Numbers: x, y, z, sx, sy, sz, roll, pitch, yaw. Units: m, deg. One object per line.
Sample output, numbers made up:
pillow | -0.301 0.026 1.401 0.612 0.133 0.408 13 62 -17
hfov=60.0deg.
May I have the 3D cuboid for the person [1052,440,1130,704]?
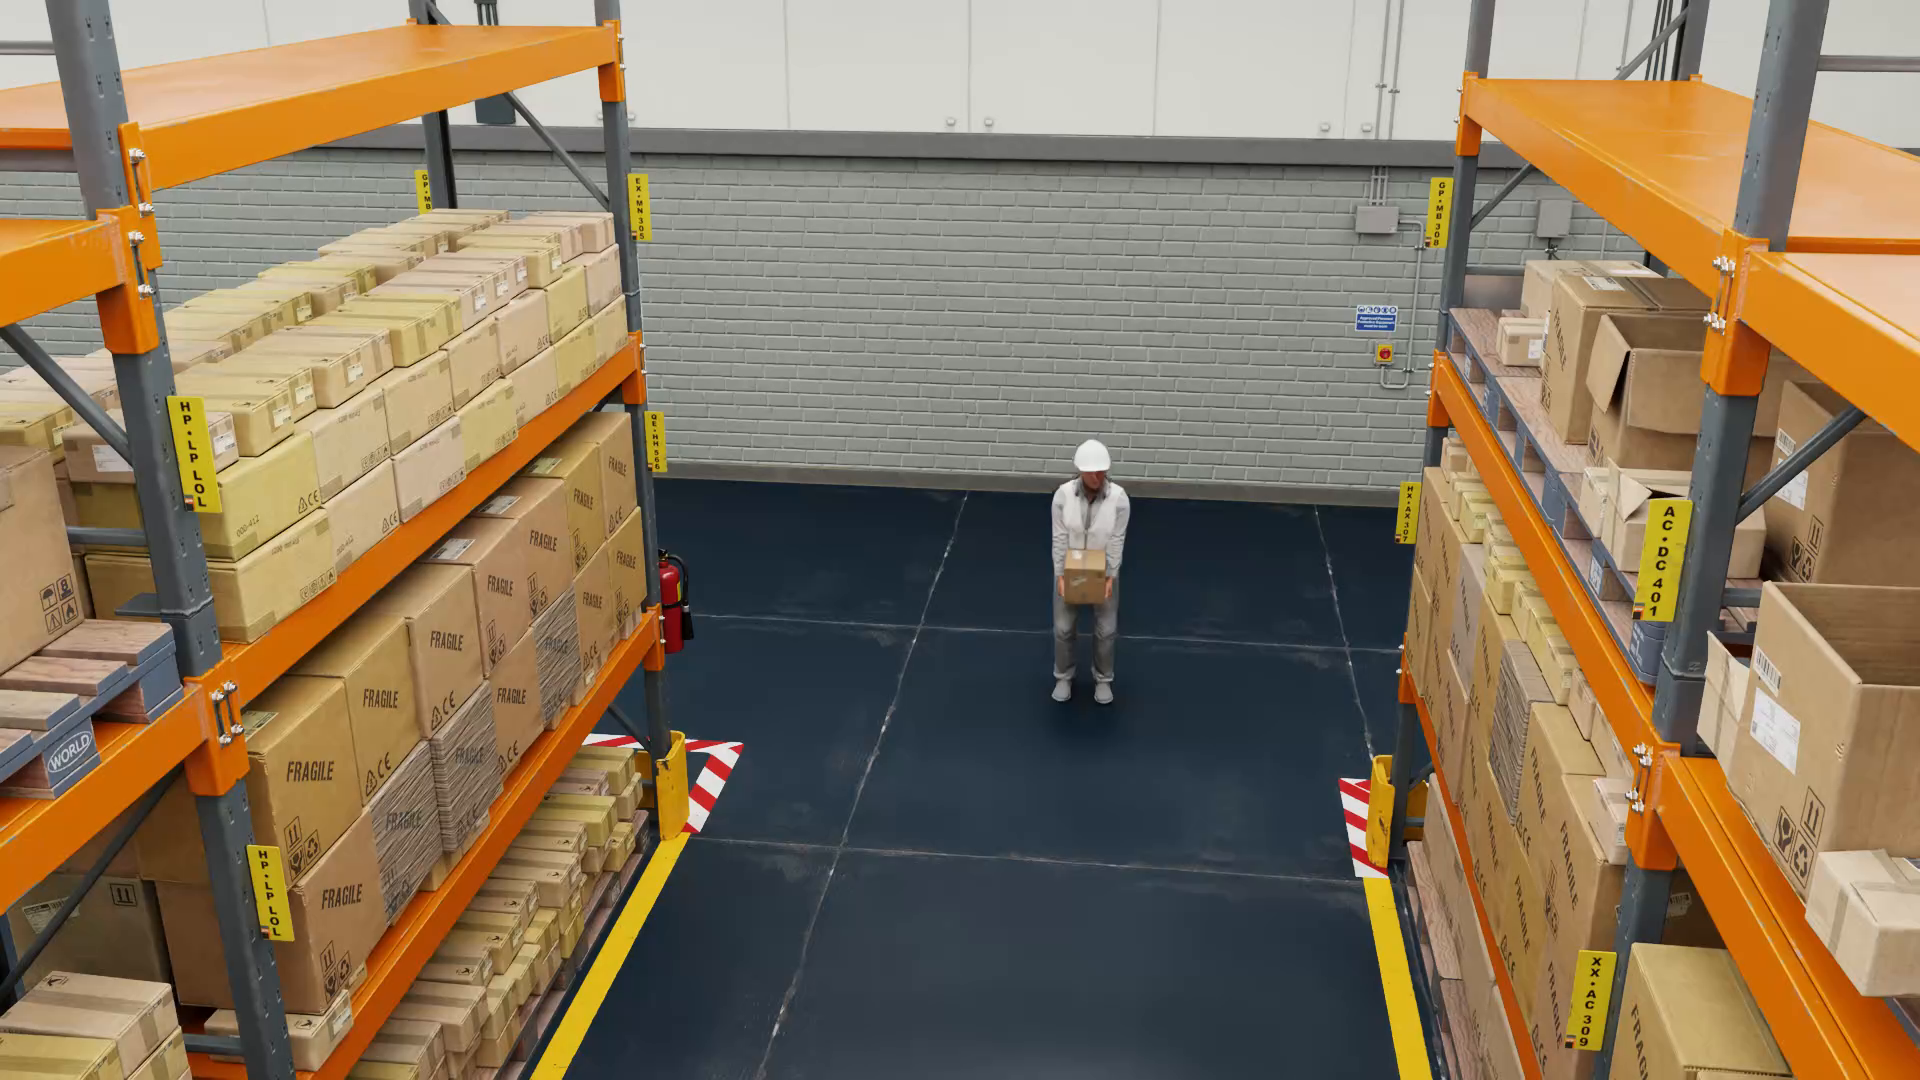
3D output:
person | 0.814 0.213 10.513 0.489 1.762 0.574 2 21 5
